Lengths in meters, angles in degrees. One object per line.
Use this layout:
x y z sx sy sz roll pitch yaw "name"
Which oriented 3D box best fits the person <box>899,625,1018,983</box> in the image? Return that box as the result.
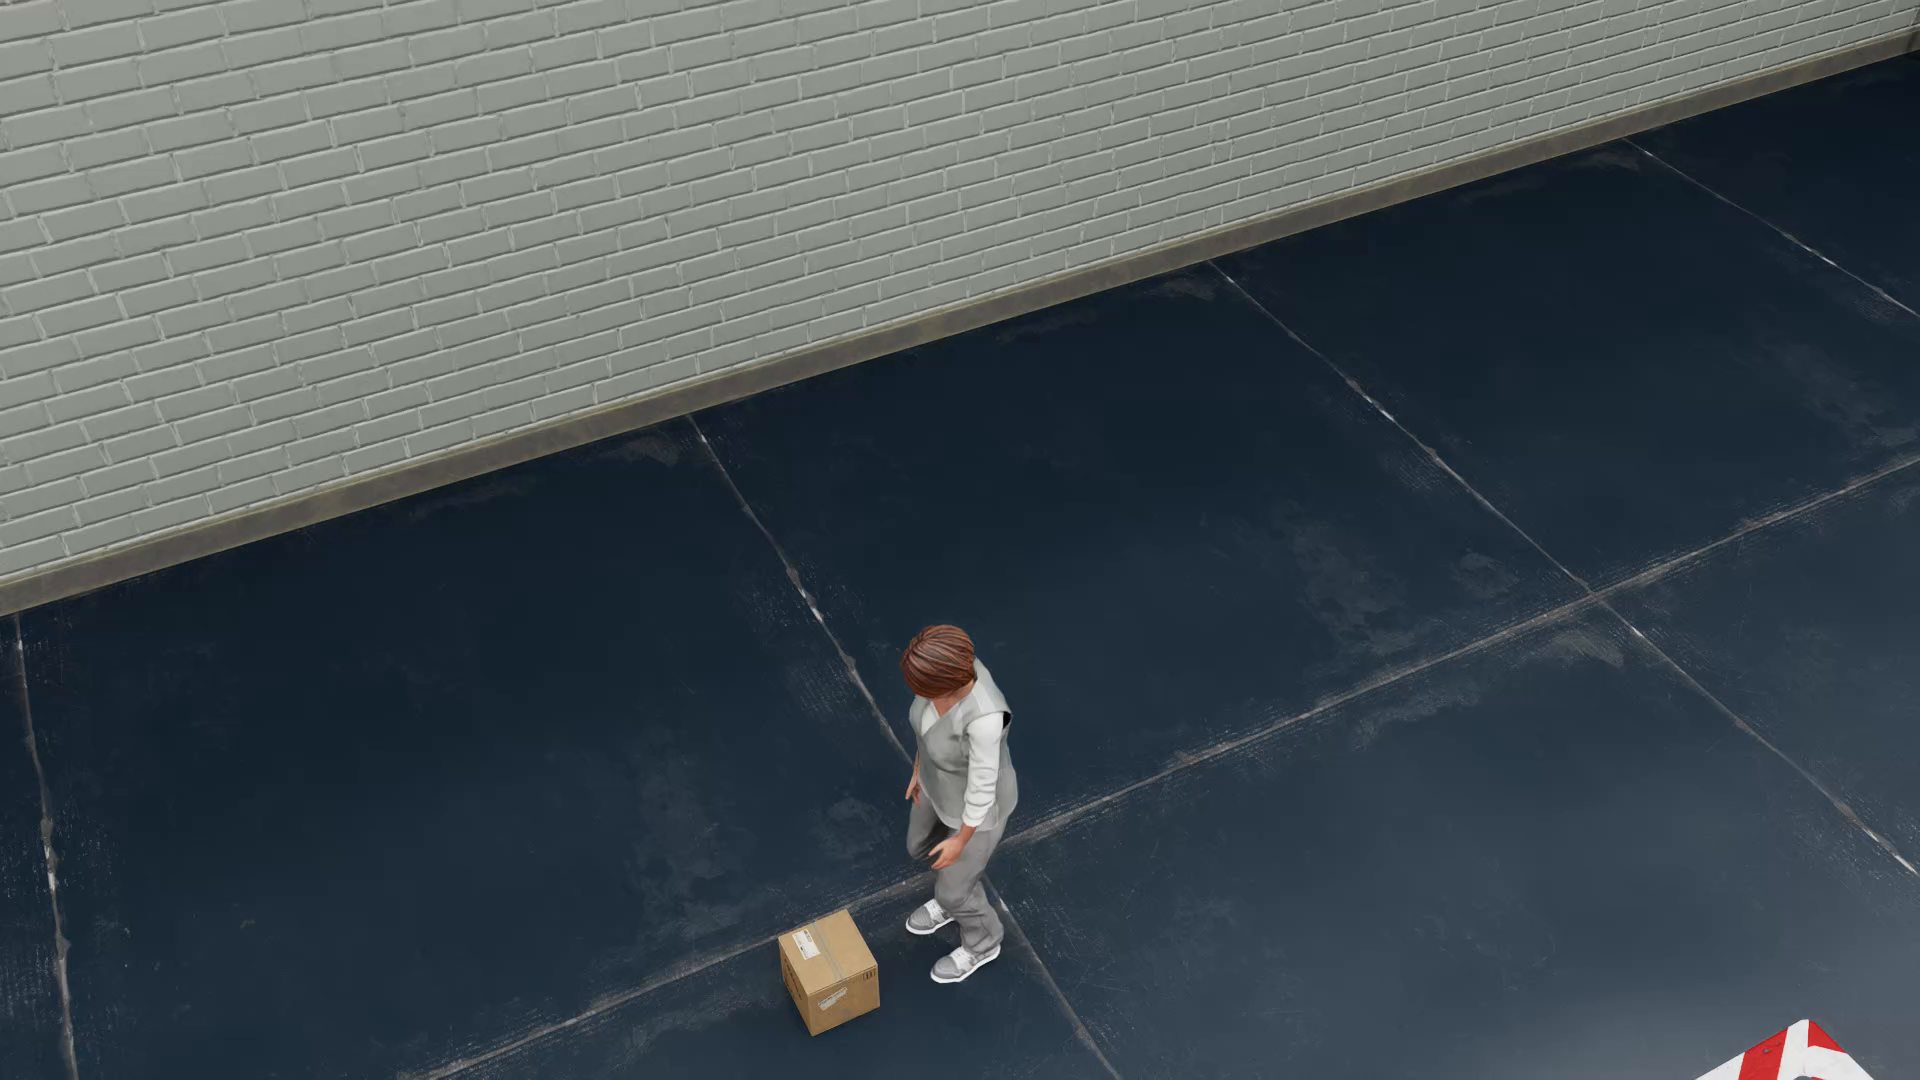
-0.001 0.838 5.274 0.368 1.549 0.423 -18 45 -19 "person"
